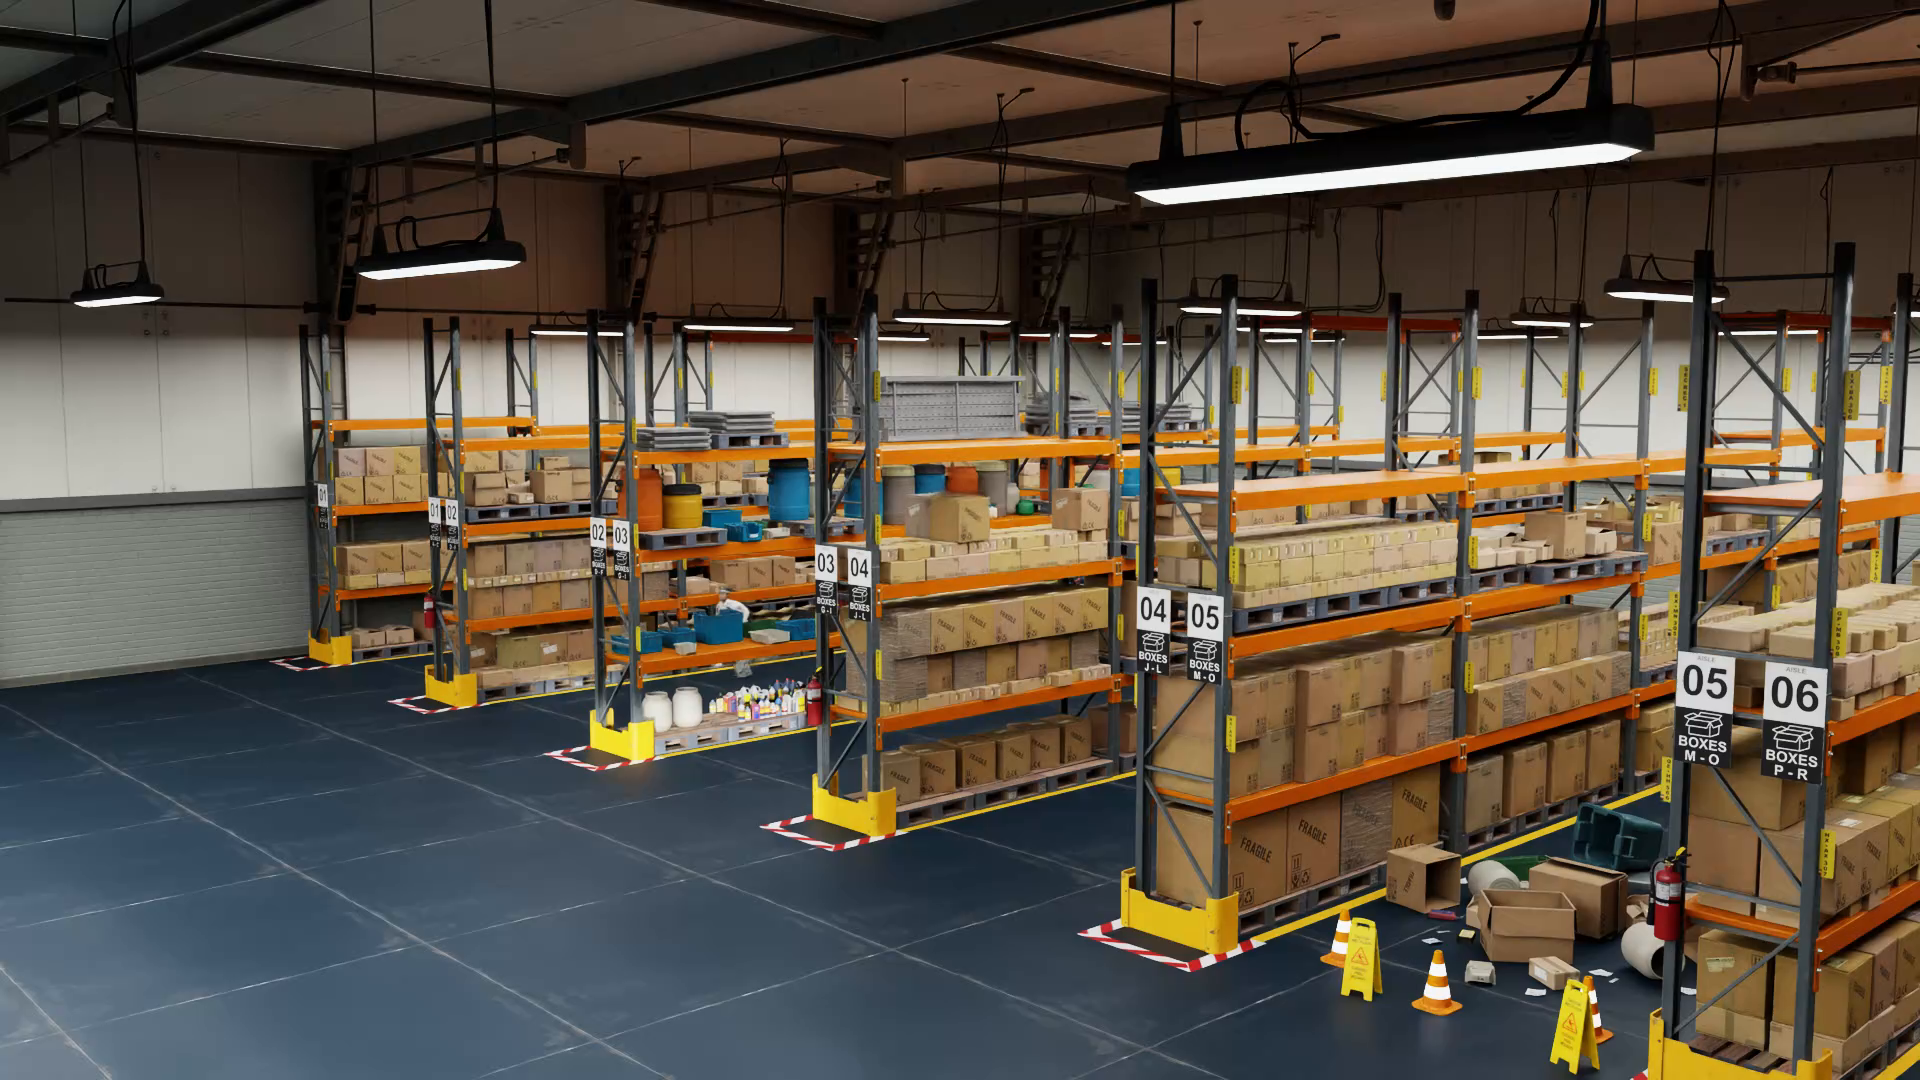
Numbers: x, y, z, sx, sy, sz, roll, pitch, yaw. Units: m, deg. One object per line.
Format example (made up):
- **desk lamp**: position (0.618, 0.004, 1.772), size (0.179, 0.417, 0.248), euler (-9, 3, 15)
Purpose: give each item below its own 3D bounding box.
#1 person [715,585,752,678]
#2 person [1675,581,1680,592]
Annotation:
- **person**: position (-3.835, 1.539, 28.067), size (0.703, 1.604, 0.564), euler (-4, 7, -33)
- **person**: position (13.834, 1.101, 31.473), size (1.136, 1.718, 0.594), euler (-1, 6, -8)
